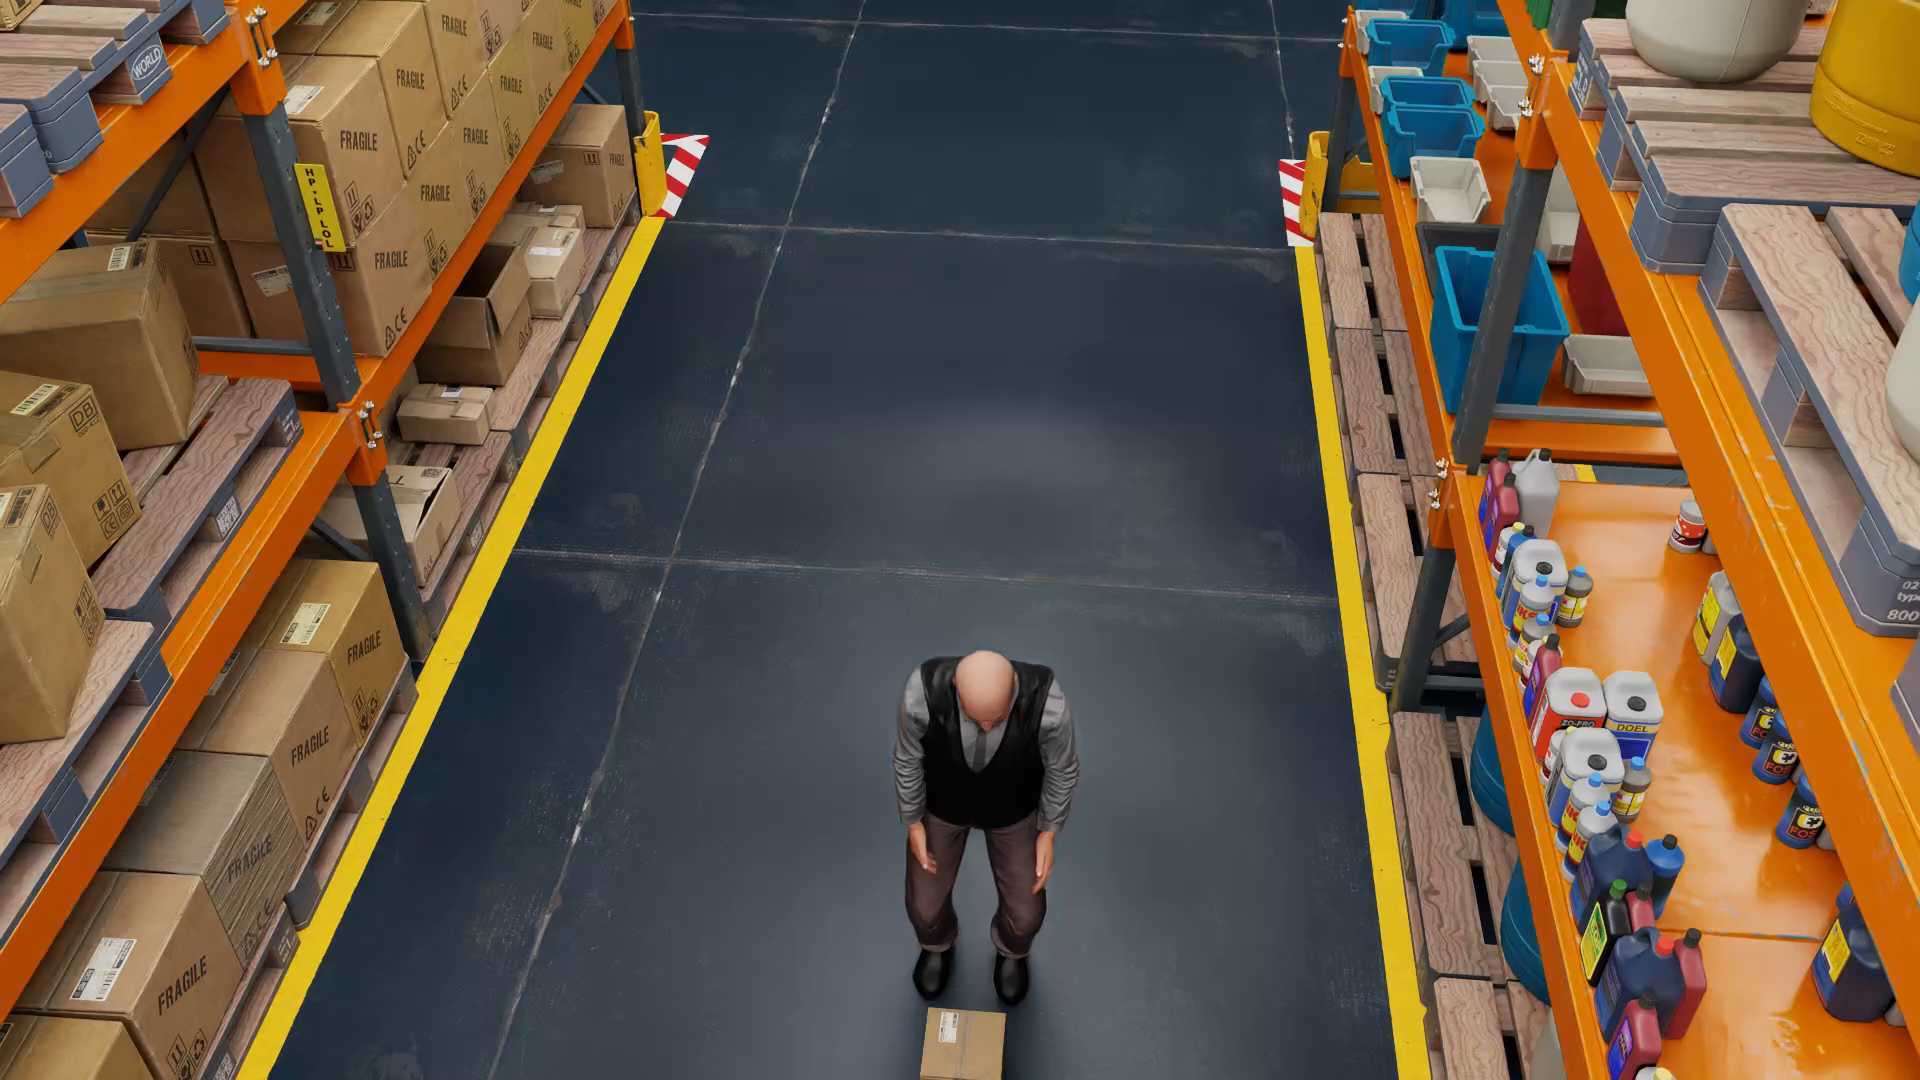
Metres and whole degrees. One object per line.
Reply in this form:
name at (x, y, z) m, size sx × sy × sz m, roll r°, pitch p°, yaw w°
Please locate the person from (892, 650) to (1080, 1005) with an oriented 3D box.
person at (0.082, 0.854, 5.240) m, size 0.574 × 1.617 × 0.509 m, roll 4°, pitch 40°, yaw 5°
